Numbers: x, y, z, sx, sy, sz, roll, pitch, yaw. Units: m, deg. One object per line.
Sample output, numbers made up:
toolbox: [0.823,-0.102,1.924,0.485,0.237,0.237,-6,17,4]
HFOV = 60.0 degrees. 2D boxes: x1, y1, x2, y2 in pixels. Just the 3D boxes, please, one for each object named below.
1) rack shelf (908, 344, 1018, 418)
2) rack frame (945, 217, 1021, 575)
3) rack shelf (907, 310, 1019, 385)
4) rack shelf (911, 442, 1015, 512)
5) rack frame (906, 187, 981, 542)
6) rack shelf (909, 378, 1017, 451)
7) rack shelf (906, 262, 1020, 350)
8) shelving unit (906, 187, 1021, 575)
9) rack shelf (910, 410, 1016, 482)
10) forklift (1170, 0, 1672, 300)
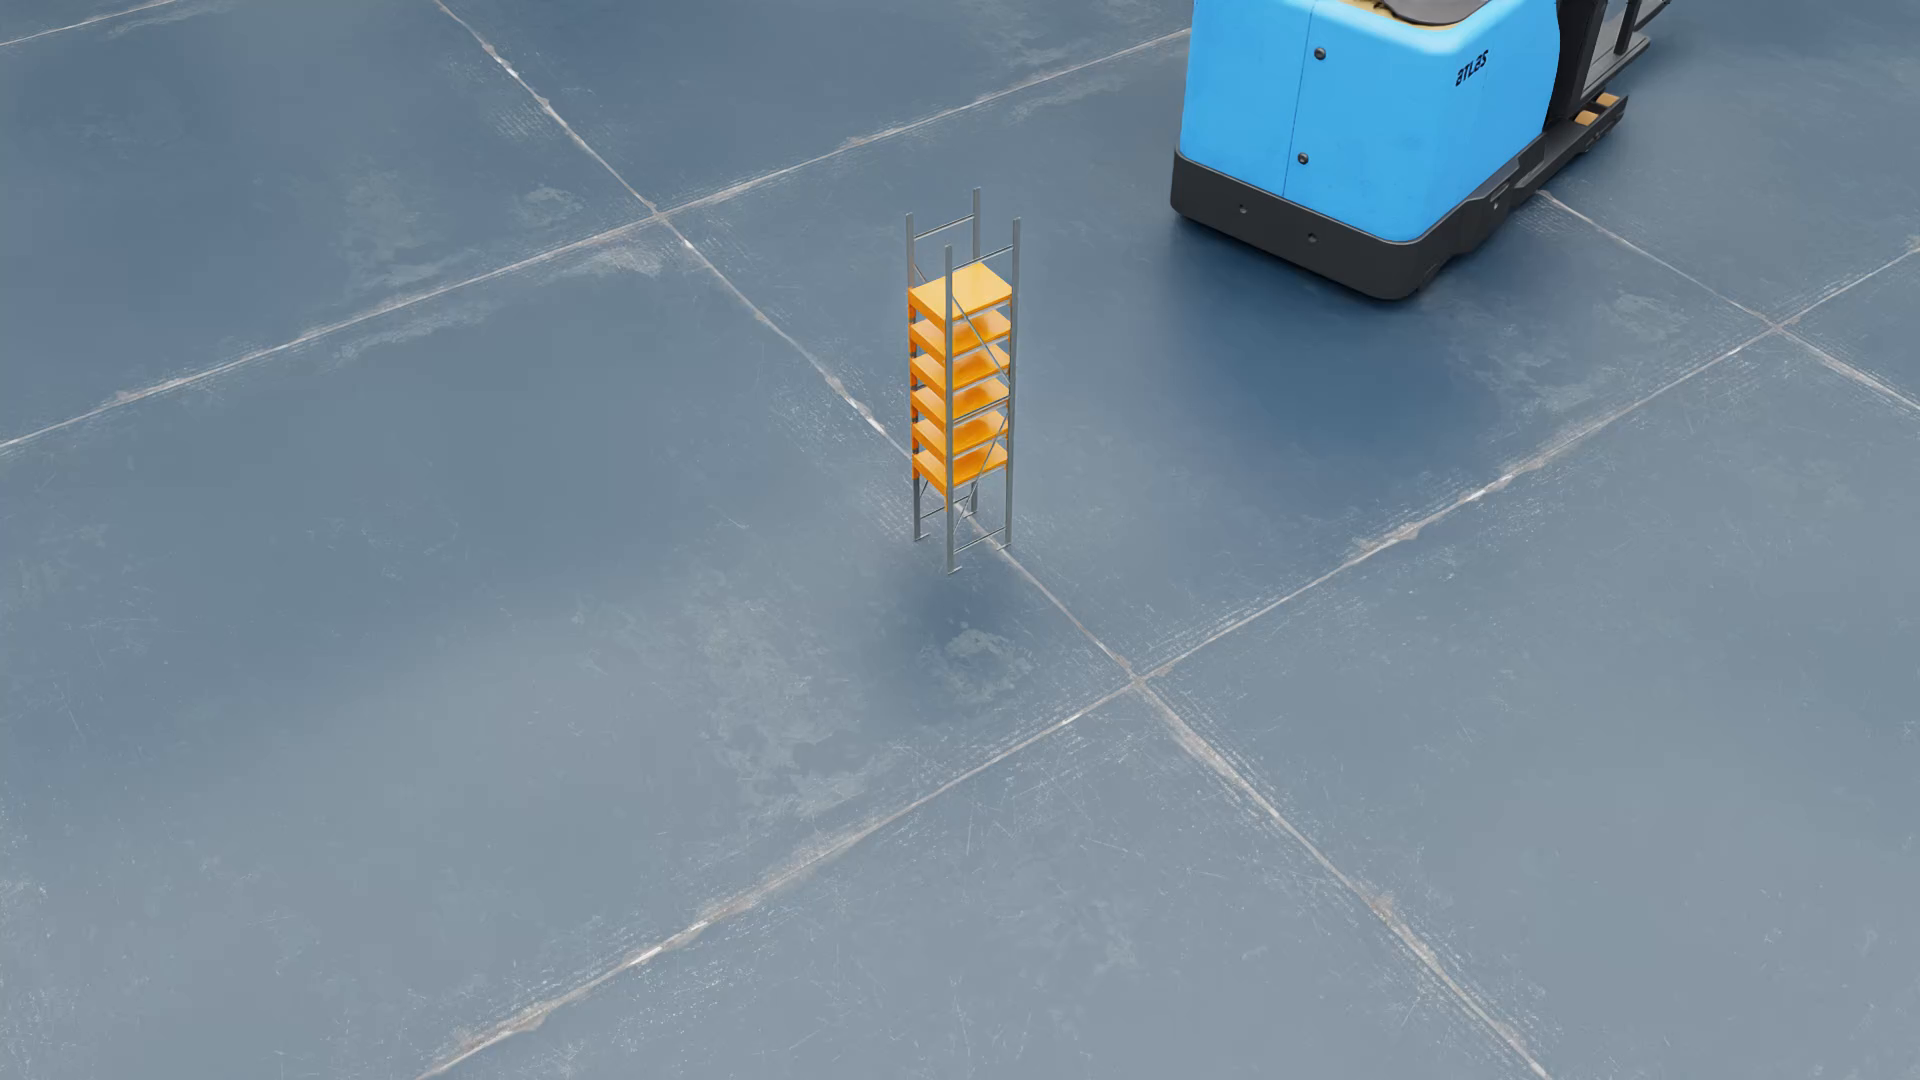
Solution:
rack shelf: [0.008,-0.480,4.775,0.258,0.103,0.180,-26,49,-24]
rack frame: [0.061,-0.374,4.773,0.240,1.200,0.006,-26,49,-24]
rack shelf: [0.008,-0.567,4.692,0.258,0.103,0.180,-26,49,-24]
rack shelf: [0.008,-0.220,5.024,0.258,0.103,0.180,-26,49,-24]
rack frame: [-0.044,-0.478,4.881,0.240,1.200,0.006,-26,49,-24]
rack shelf: [0.008,-0.394,4.858,0.258,0.103,0.180,-26,49,-24]
rack shelf: [0.008,-0.654,4.609,0.258,0.103,0.180,-26,49,-24]
shelving unit: [0.008,-0.426,4.827,0.258,1.200,0.189,-26,49,-24]
rack shelf: [0.008,-0.307,4.941,0.258,0.103,0.180,-26,49,-24]
forklift: [2.163,-2.884,6.148,1.130,2.935,3.031,31,51,28]
